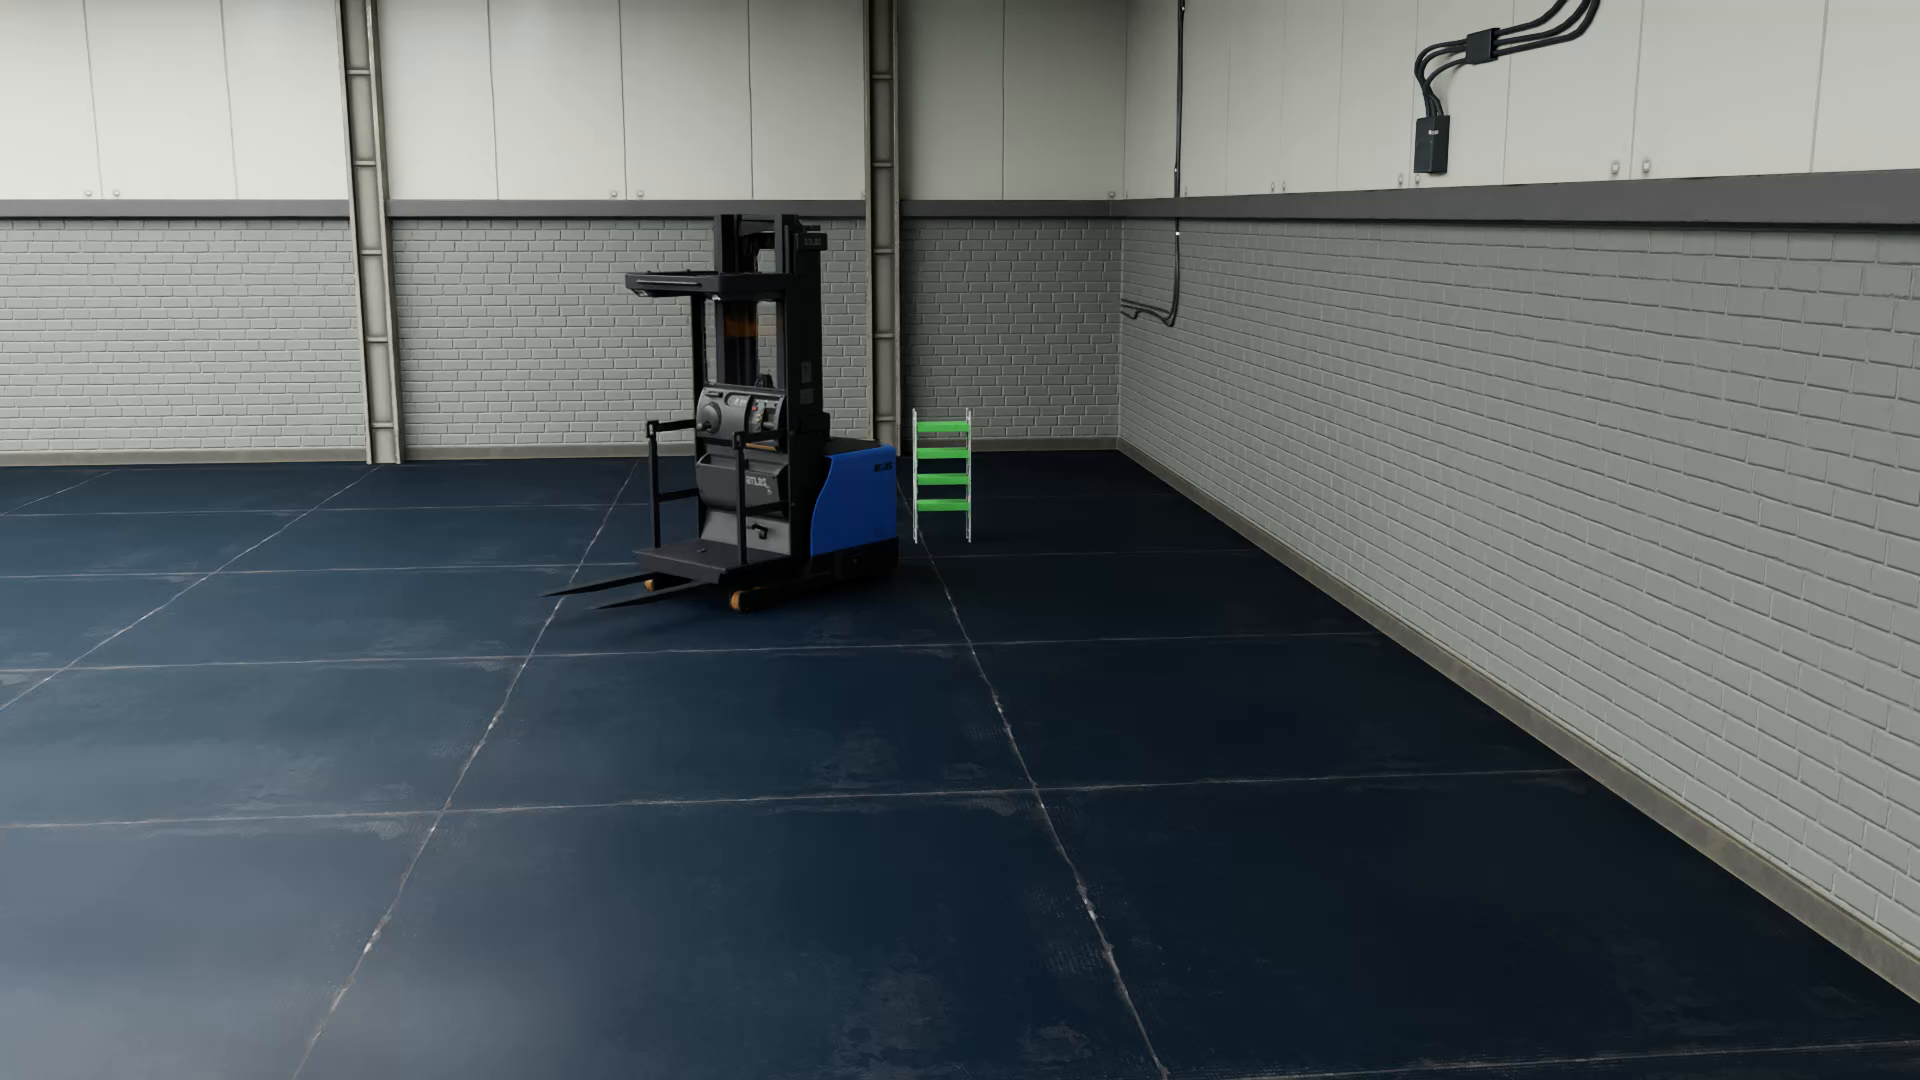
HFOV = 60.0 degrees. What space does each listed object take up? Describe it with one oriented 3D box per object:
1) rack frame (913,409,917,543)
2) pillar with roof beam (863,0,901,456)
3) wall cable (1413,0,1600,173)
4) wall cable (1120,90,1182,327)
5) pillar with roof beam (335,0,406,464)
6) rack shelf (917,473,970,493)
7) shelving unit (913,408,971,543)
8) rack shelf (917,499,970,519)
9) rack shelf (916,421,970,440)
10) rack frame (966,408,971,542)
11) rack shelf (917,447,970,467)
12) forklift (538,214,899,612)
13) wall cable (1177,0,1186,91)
[{"bbox_3d":[-0.407,-0.580,15.091,0.015,1.200,0.240,-1,11,-6],"label":"rack frame"},{"bbox_3d":[-0.475,-4.655,15.600,0.400,9.000,9.100,-1,11,-6],"label":"pillar with roof beam"},{"bbox_3d":[3.141,-5.136,9.231,0.169,6.003,2.305,-1,11,-6],"label":"wall cable"},{"bbox_3d":[2.131,-3.765,19.121,0.112,2.526,3.097,-1,11,-6],"label":"wall cable"},{"bbox_3d":[-6.440,-4.530,14.964,0.400,9.000,9.100,-1,11,-6],"label":"pillar with roof beam"},{"bbox_3d":[-0.165,-0.523,15.129,0.480,0.148,0.258,-1,11,-6],"label":"rack shelf"},{"bbox_3d":[-0.165,-0.585,15.117,0.503,1.200,0.258,-1,11,-6],"label":"shelving unit"},{"bbox_3d":[-0.165,-0.287,15.175,0.480,0.148,0.258,-1,11,-6],"label":"rack shelf"},{"bbox_3d":[-0.165,-0.994,15.036,0.480,0.148,0.258,-1,11,-6],"label":"rack shelf"},{"bbox_3d":[0.078,-0.590,15.143,0.015,1.200,0.240,-1,11,-6],"label":"rack frame"},{"bbox_3d":[-0.165,-0.758,15.083,0.480,0.148,0.258,-1,11,-6],"label":"rack shelf"},{"bbox_3d":[-1.841,-1.005,12.761,1.130,2.935,3.031,9,14,39],"label":"forklift"},{"bbox_3d":[2.423,-5.724,15.995,0.112,2.526,3.097,-1,11,-6],"label":"wall cable"}]
